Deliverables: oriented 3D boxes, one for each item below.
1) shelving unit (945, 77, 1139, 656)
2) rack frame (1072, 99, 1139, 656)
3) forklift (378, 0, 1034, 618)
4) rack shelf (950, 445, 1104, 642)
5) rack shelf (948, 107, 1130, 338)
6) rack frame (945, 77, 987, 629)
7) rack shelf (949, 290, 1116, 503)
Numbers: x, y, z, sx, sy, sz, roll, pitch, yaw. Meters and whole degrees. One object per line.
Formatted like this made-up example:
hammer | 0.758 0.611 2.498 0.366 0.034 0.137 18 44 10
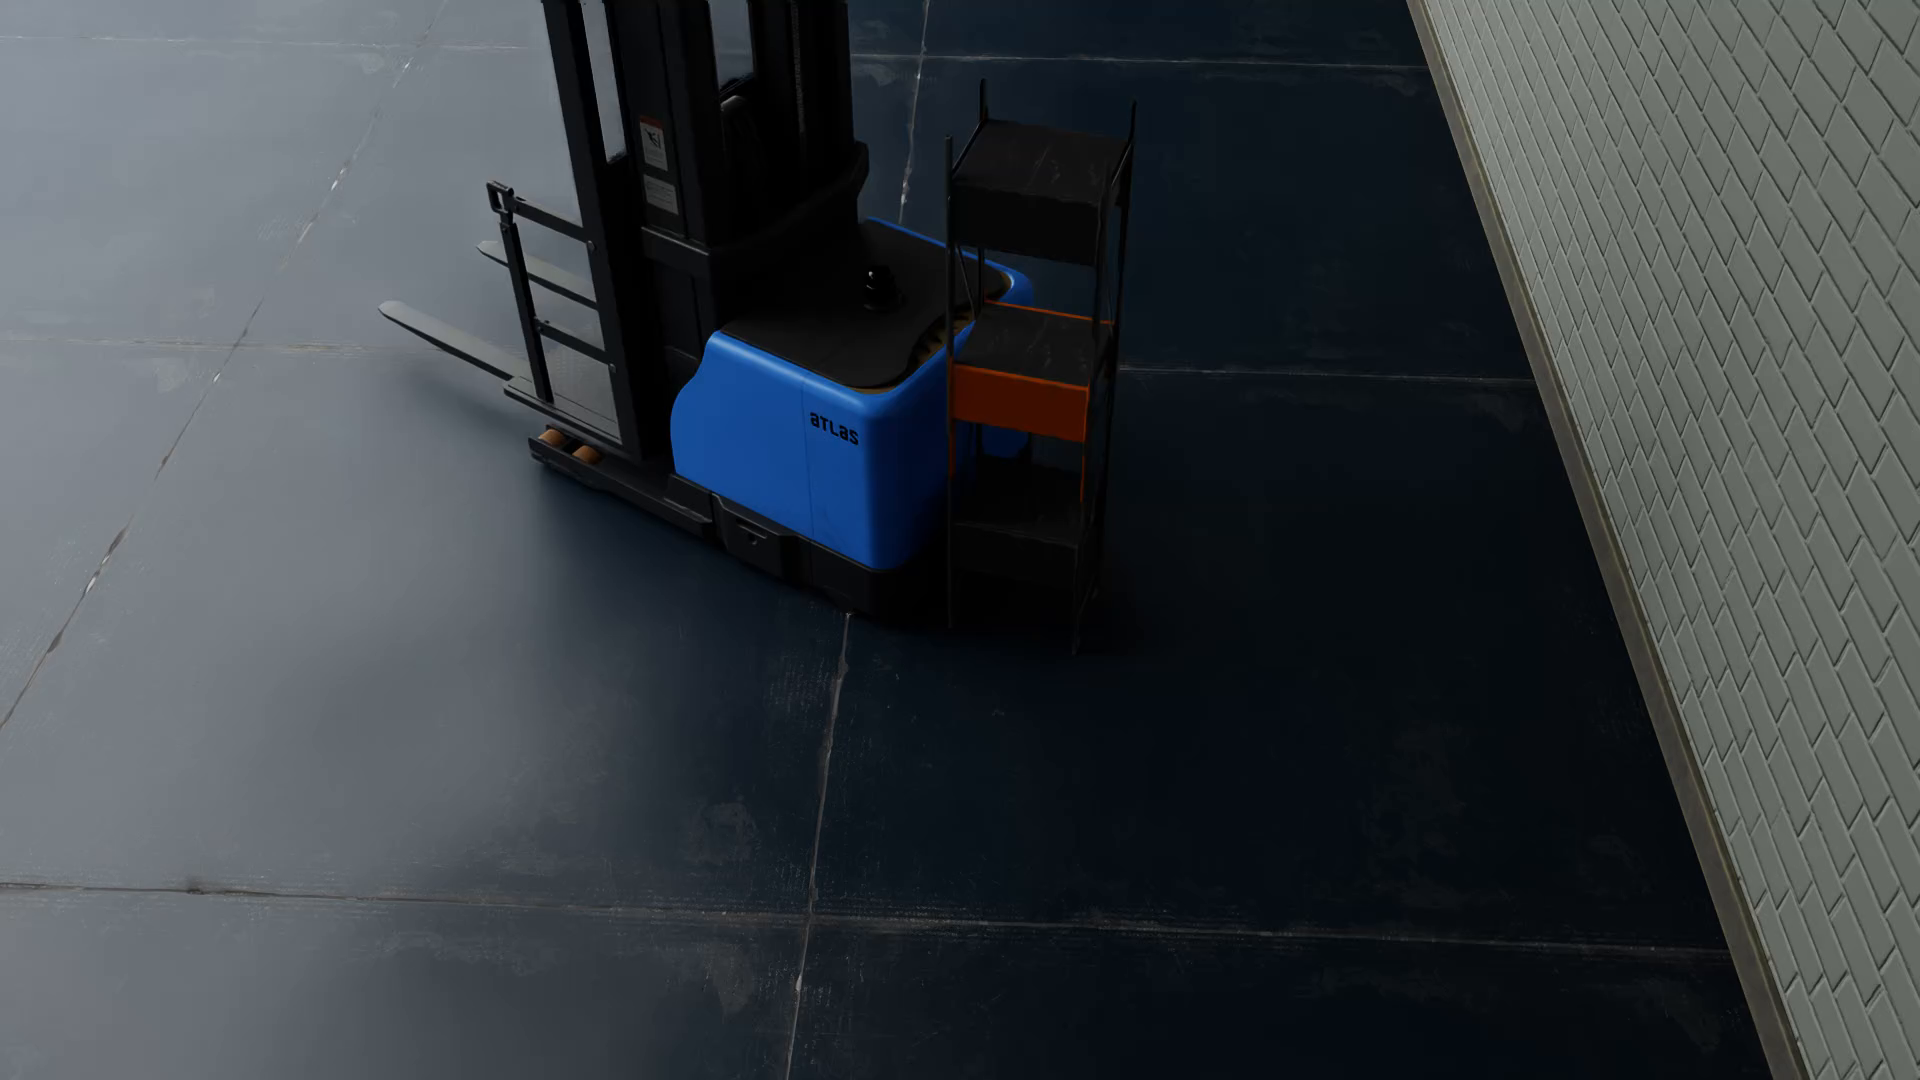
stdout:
shelving unit | 0.253 -0.509 5.756 0.503 2.100 0.431 12 44 12
rack frame | 0.487 -0.461 5.704 0.015 2.100 0.400 12 44 12
forklift | -1.211 -1.572 6.287 3.031 2.935 1.130 25 48 24
rack shelf | 0.253 0.013 6.243 0.480 0.518 0.431 12 44 12
rack shelf | 0.253 -1.012 5.289 0.480 0.518 0.431 12 44 12
rack frame | 0.020 -0.558 5.808 0.015 2.100 0.400 12 44 12
rack shelf | 0.253 -0.499 5.766 0.480 0.518 0.431 12 44 12
